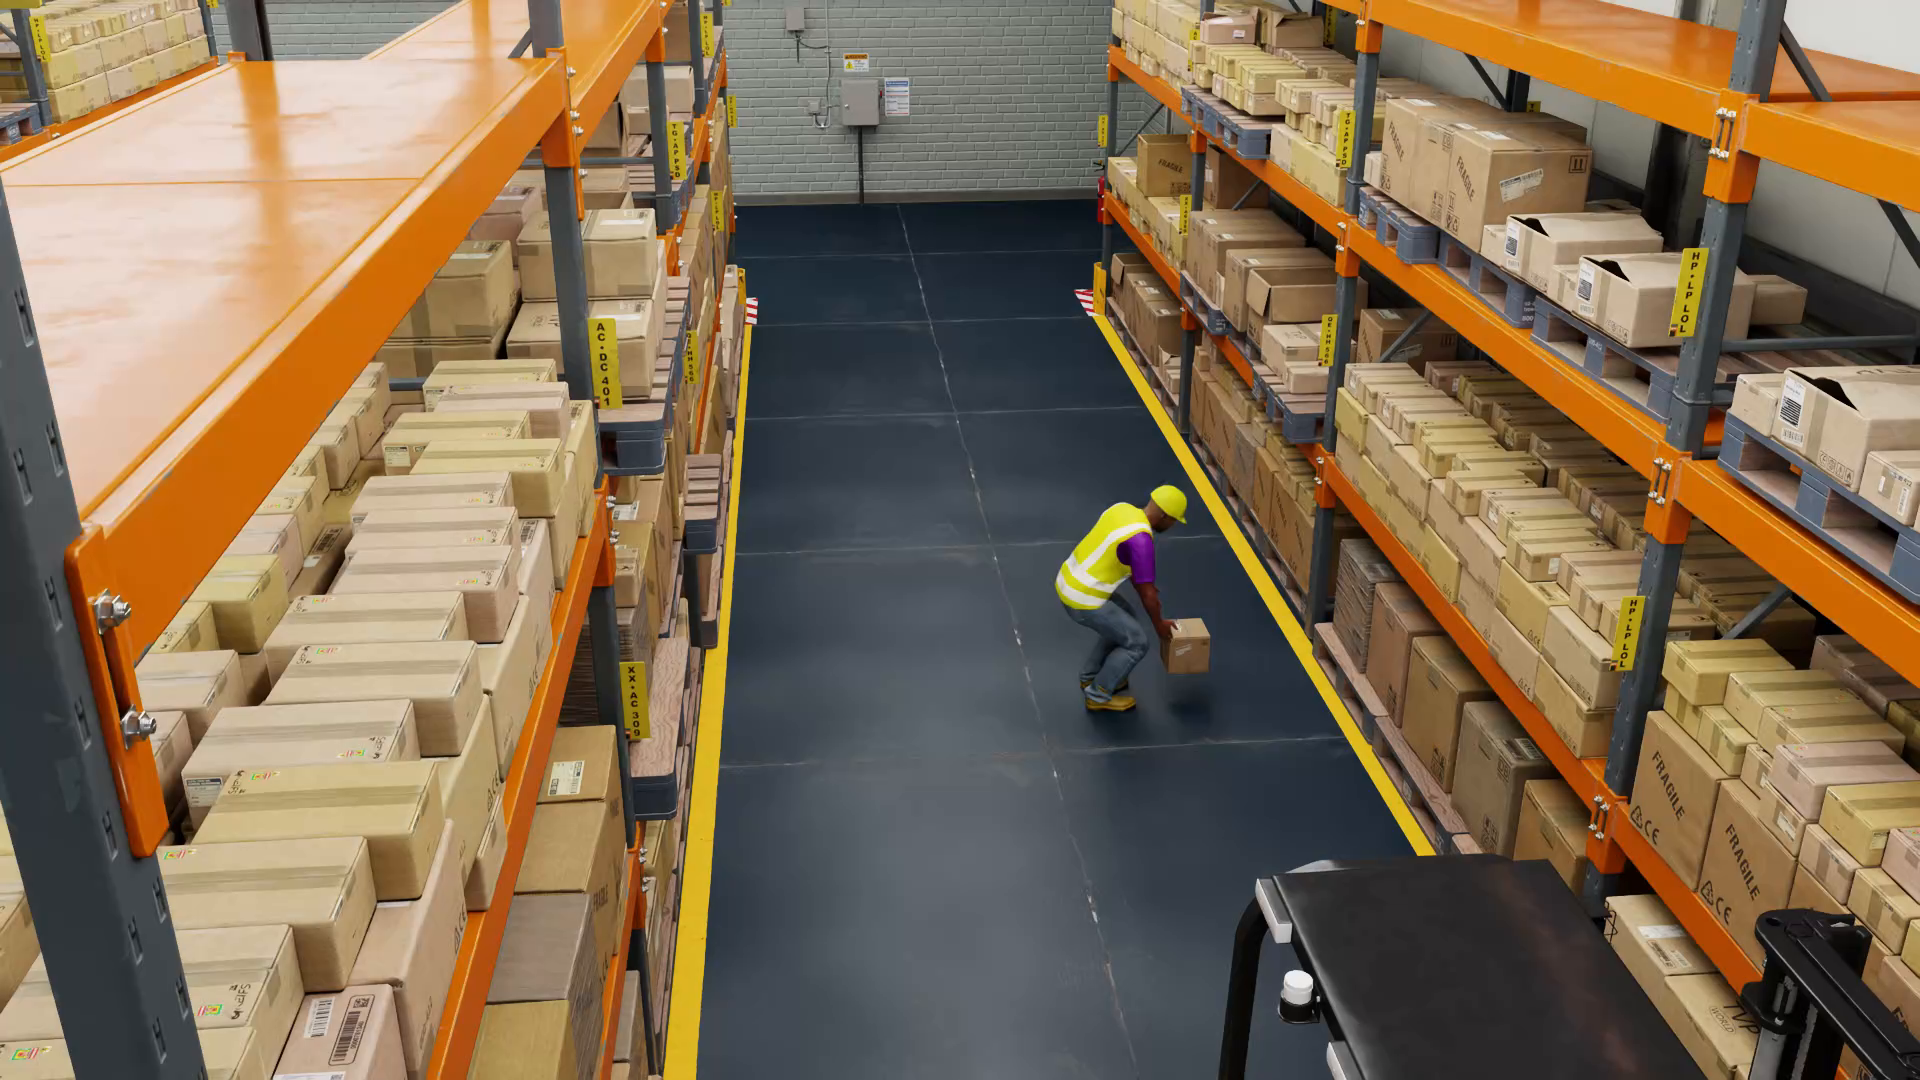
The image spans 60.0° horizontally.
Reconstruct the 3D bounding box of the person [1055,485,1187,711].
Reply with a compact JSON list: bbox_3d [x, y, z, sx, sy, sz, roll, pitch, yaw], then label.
[{"bbox_3d":[0.964,0.321,10.051,0.777,1.376,0.632,-2,24,-5],"label":"person"}]
